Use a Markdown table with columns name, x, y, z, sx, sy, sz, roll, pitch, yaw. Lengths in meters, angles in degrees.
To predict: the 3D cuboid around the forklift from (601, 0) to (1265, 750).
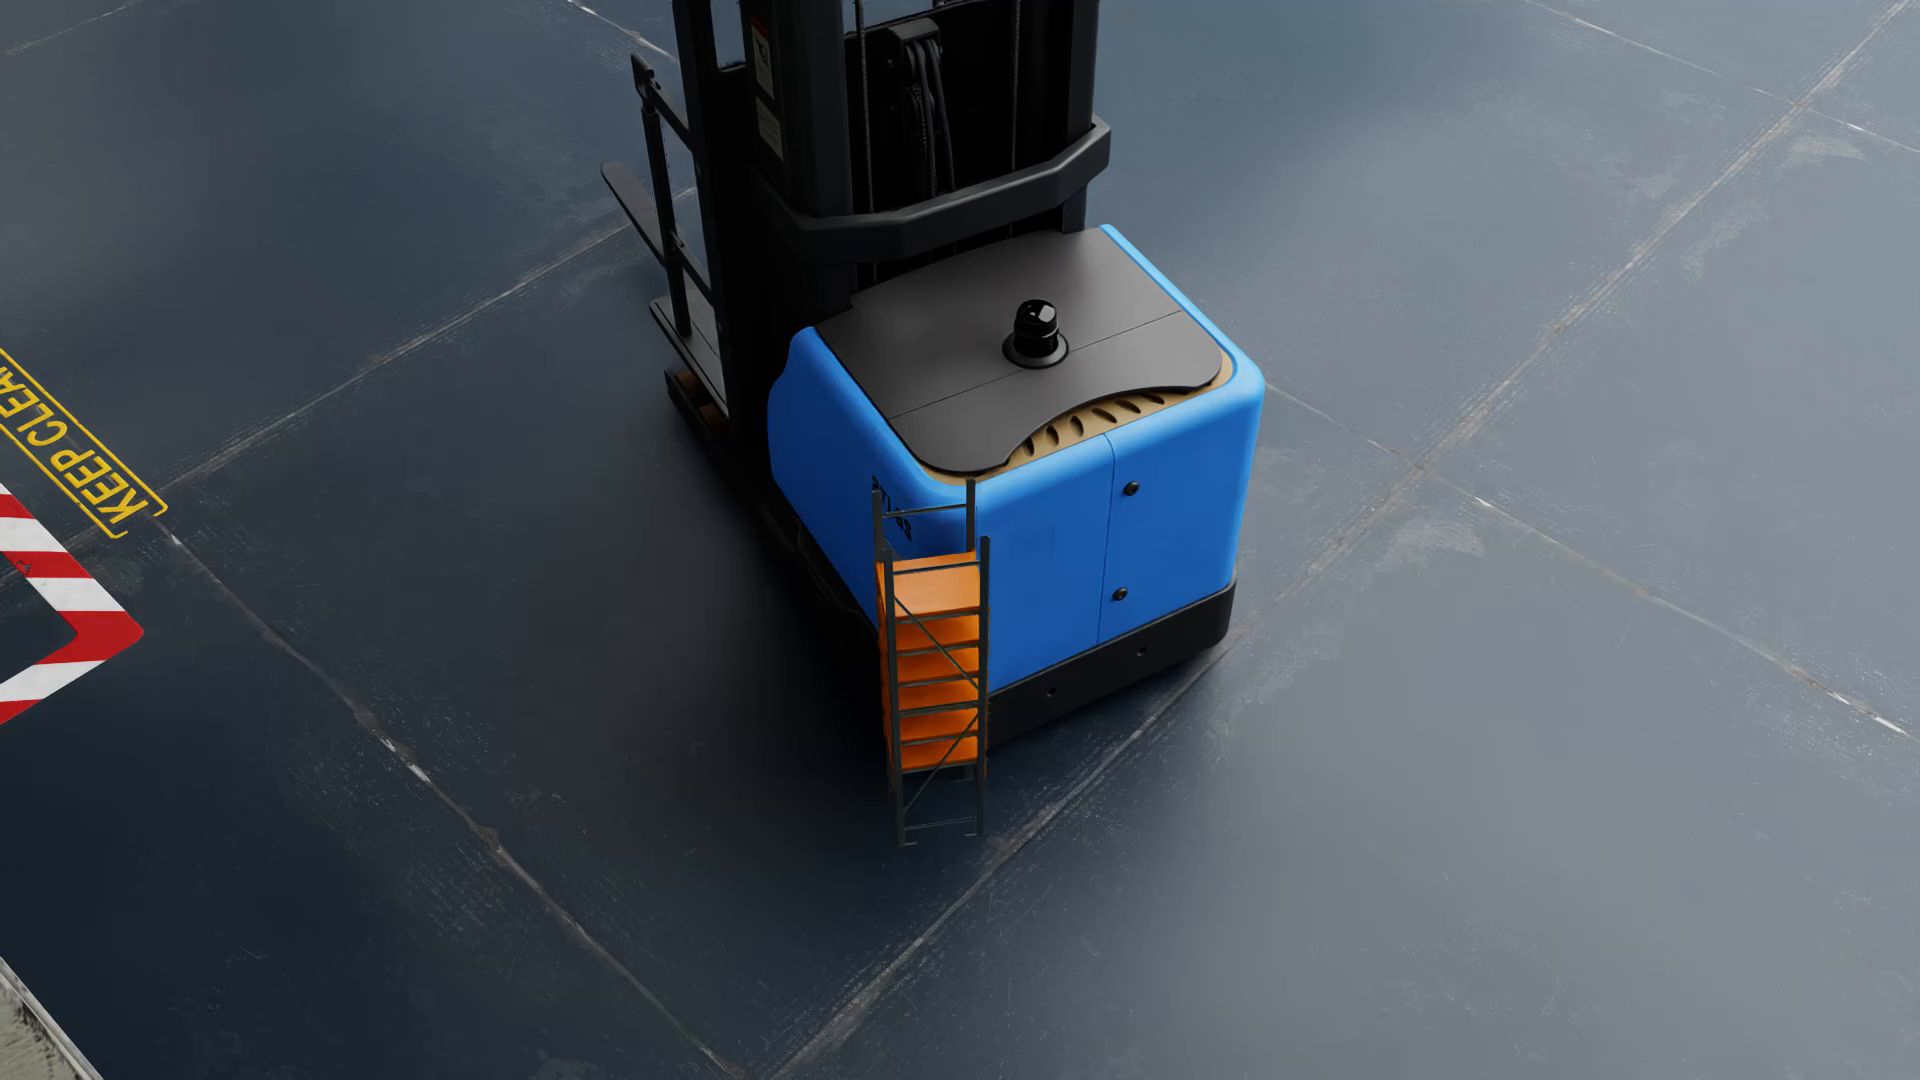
| name | x | y | z | sx | sy | sz | roll | pitch | yaw |
| --- | --- | --- | --- | --- | --- | --- | --- | --- | --- |
| forklift | -0.350 | -1.453 | 4.697 | 1.130 | 2.935 | 3.031 | -22 | 51 | -20 |

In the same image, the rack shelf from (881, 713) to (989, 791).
| name | x | y | z | sx | sy | sz | roll | pitch | yaw |
| --- | --- | --- | --- | --- | --- | --- | --- | --- | --- |
| rack shelf | -0.068 | 0.544 | 4.399 | 0.258 | 0.103 | 0.180 | -7 | 47 | -7 |

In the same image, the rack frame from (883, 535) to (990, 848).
| name | x | y | z | sx | sy | sz | roll | pitch | yaw |
| --- | --- | --- | --- | --- | --- | --- | --- | --- | --- |
| rack frame | -0.052 | 0.416 | 4.130 | 0.240 | 1.200 | 0.006 | -7 | 47 | -7 |

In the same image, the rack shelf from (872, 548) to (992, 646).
| name | x | y | z | sx | sy | sz | roll | pitch | yaw |
| --- | --- | --- | --- | --- | --- | --- | --- | --- | --- |
| rack shelf | -0.068 | 0.135 | 3.961 | 0.258 | 0.103 | 0.180 | -7 | 47 | -7 |

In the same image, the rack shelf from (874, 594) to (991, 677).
| name | x | y | z | sx | sy | sz | roll | pitch | yaw |
| --- | --- | --- | --- | --- | --- | --- | --- | --- | --- |
| rack shelf | -0.068 | 0.216 | 4.049 | 0.258 | 0.103 | 0.180 | -7 | 47 | -7 |

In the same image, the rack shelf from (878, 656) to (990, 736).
| name | x | y | z | sx | sy | sz | roll | pitch | yaw |
| --- | --- | --- | --- | --- | --- | --- | --- | --- | --- |
| rack shelf | -0.068 | 0.380 | 4.224 | 0.258 | 0.103 | 0.180 | -7 | 47 | -7 |

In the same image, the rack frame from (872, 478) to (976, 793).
| name | x | y | z | sx | sy | sz | roll | pitch | yaw |
| --- | --- | --- | --- | --- | --- | --- | --- | --- | --- |
| rack frame | -0.083 | 0.284 | 4.253 | 0.240 | 1.200 | 0.006 | -7 | 47 | -7 |

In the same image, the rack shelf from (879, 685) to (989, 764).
| name | x | y | z | sx | sy | sz | roll | pitch | yaw |
| --- | --- | --- | --- | --- | --- | --- | --- | --- | --- |
| rack shelf | -0.068 | 0.462 | 4.312 | 0.258 | 0.103 | 0.180 | -7 | 47 | -7 |

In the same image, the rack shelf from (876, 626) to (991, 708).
| name | x | y | z | sx | sy | sz | roll | pitch | yaw |
| --- | --- | --- | --- | --- | --- | --- | --- | --- | --- |
| rack shelf | -0.068 | 0.298 | 4.136 | 0.258 | 0.103 | 0.180 | -7 | 47 | -7 |

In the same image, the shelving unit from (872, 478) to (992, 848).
| name | x | y | z | sx | sy | sz | roll | pitch | yaw |
| --- | --- | --- | --- | --- | --- | --- | --- | --- | --- |
| shelving unit | -0.068 | 0.350 | 4.192 | 0.258 | 1.200 | 0.189 | -7 | 47 | -7 |
